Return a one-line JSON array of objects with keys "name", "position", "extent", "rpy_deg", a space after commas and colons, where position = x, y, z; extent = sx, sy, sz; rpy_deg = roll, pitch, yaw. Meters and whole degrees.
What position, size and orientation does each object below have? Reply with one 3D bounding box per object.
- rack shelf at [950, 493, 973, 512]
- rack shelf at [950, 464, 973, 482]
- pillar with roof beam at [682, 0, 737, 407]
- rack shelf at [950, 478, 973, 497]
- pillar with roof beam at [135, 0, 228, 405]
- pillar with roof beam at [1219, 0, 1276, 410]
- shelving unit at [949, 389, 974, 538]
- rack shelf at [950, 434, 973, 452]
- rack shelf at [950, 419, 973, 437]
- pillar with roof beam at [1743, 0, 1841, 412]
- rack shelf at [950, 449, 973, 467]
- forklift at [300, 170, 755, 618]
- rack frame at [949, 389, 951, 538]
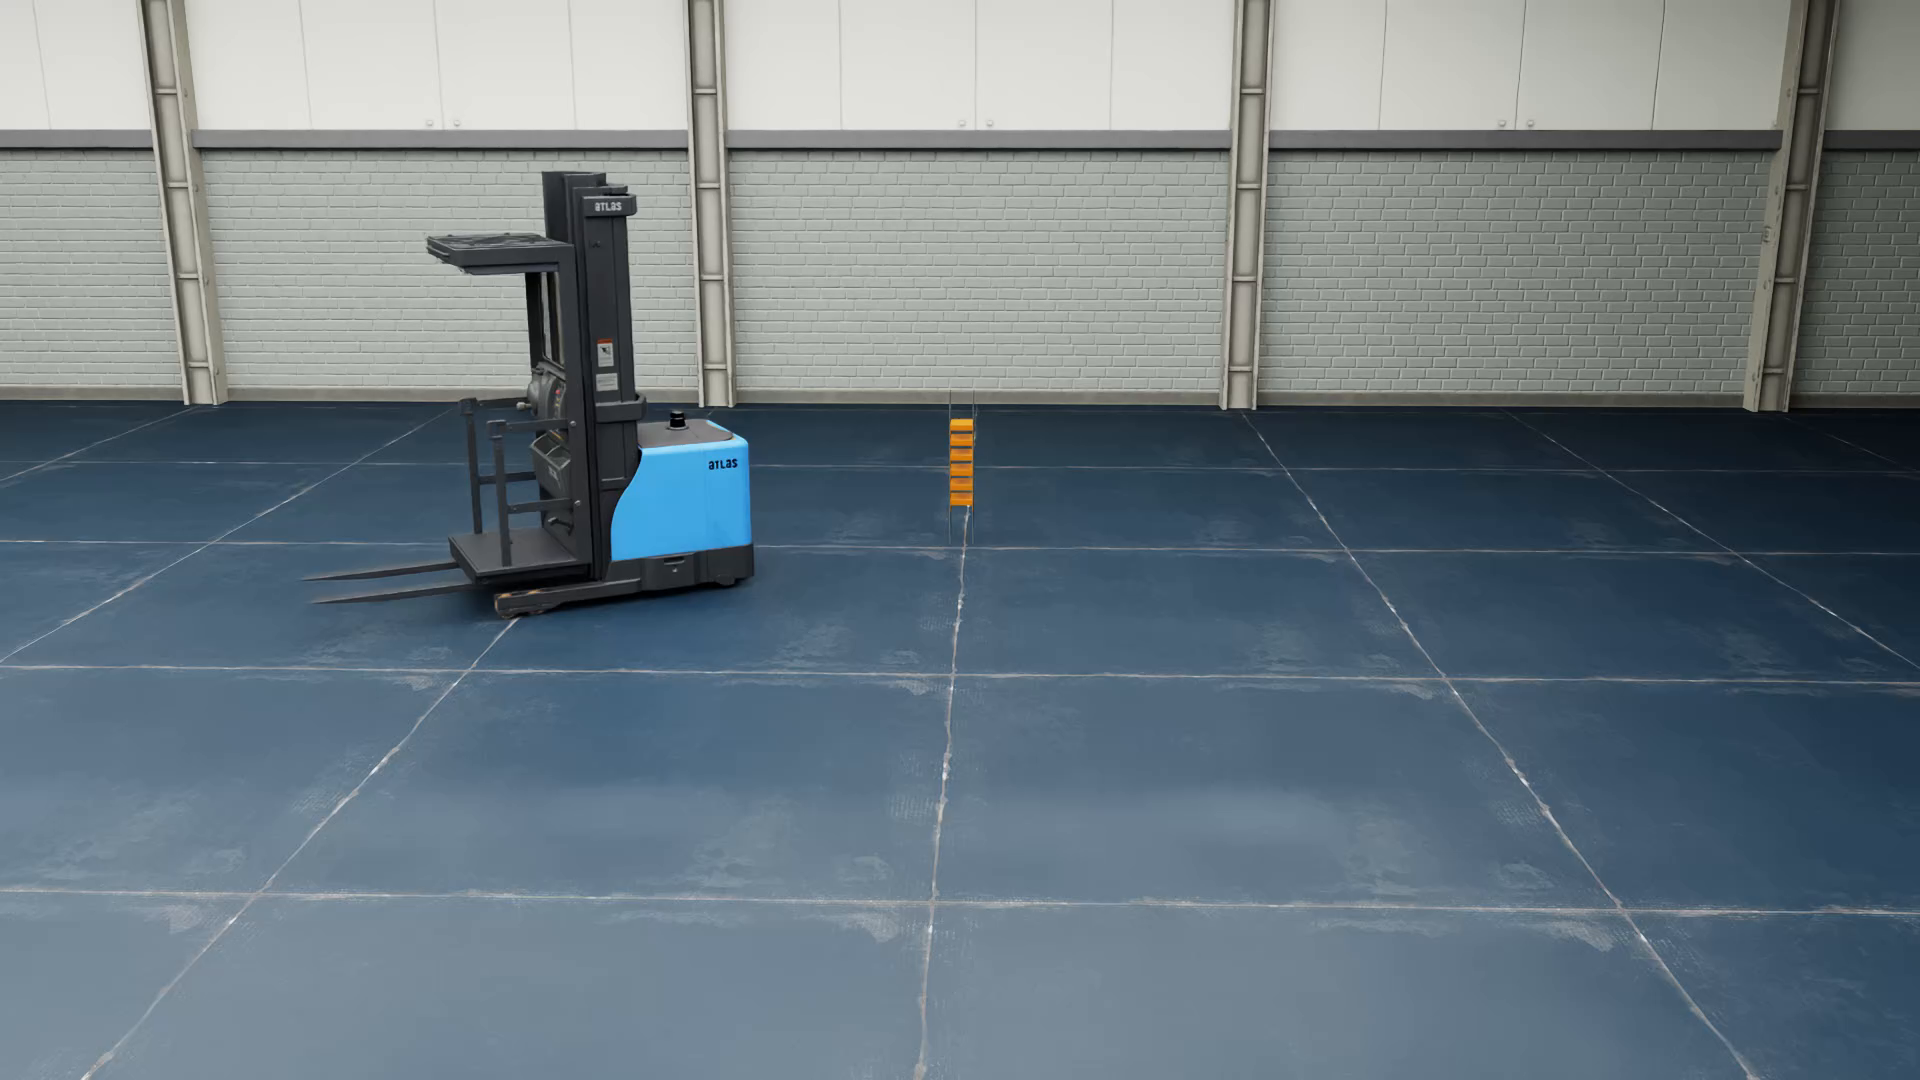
[{"name": "rack shelf", "position": [0.014, -0.305, 13.259], "extent": [0.180, 0.103, 0.258], "rpy_deg": [0, 15, 1]}, {"name": "rack shelf", "position": [0.014, -0.537, 13.198], "extent": [0.180, 0.103, 0.258], "rpy_deg": [0, 15, 1]}, {"name": "pillar with roof beam", "position": [-2.914, -4.823, 13.979], "extent": [0.400, 9.000, 9.100], "rpy_deg": [0, 15, 1]}, {"name": "rack shelf", "position": [0.014, -0.421, 13.229], "extent": [0.180, 0.103, 0.258], "rpy_deg": [0, 15, 1]}, {"name": "pillar with roof beam", "position": [-8.912, -4.862, 14.127], "extent": [0.400, 9.000, 9.100], "rpy_deg": [0, 15, 1]}, {"name": "pillar with roof beam", "position": [3.084, -4.783, 13.831], "extent": [0.400, 9.000, 9.100], "rpy_deg": [0, 15, 1]}, {"name": "shelving unit", "position": [0.014, -0.580, 13.187], "extent": [0.189, 1.200, 0.258], "rpy_deg": [0, 15, 1]}, {"name": "rack shelf", "position": [0.014, -0.769, 13.137], "extent": [0.180, 0.103, 0.258], "rpy_deg": [0, 15, 1]}, {"name": "rack shelf", "position": [0.014, -0.885, 13.106], "extent": [0.180, 0.103, 0.258], "rpy_deg": [0, 15, 1]}, {"name": "pillar with roof beam", "position": [9.082, -4.744, 13.683], "extent": [0.400, 9.000, 9.100], "rpy_deg": [0, 15, 1]}, {"name": "rack shelf", "position": [0.014, -0.653, 13.167], "extent": [0.180, 0.103, 0.258], "rpy_deg": [0, 15, 1]}, {"name": "forklift", "position": [-3.052, -1.037, 11.524], "extent": [3.031, 2.935, 1.130], "rpy_deg": [-7, 16, -26]}, {"name": "rack frame", "position": [-0.077, -0.581, 13.189], "extent": [0.006, 1.200, 0.240], "rpy_deg": [0, 15, 1]}]
